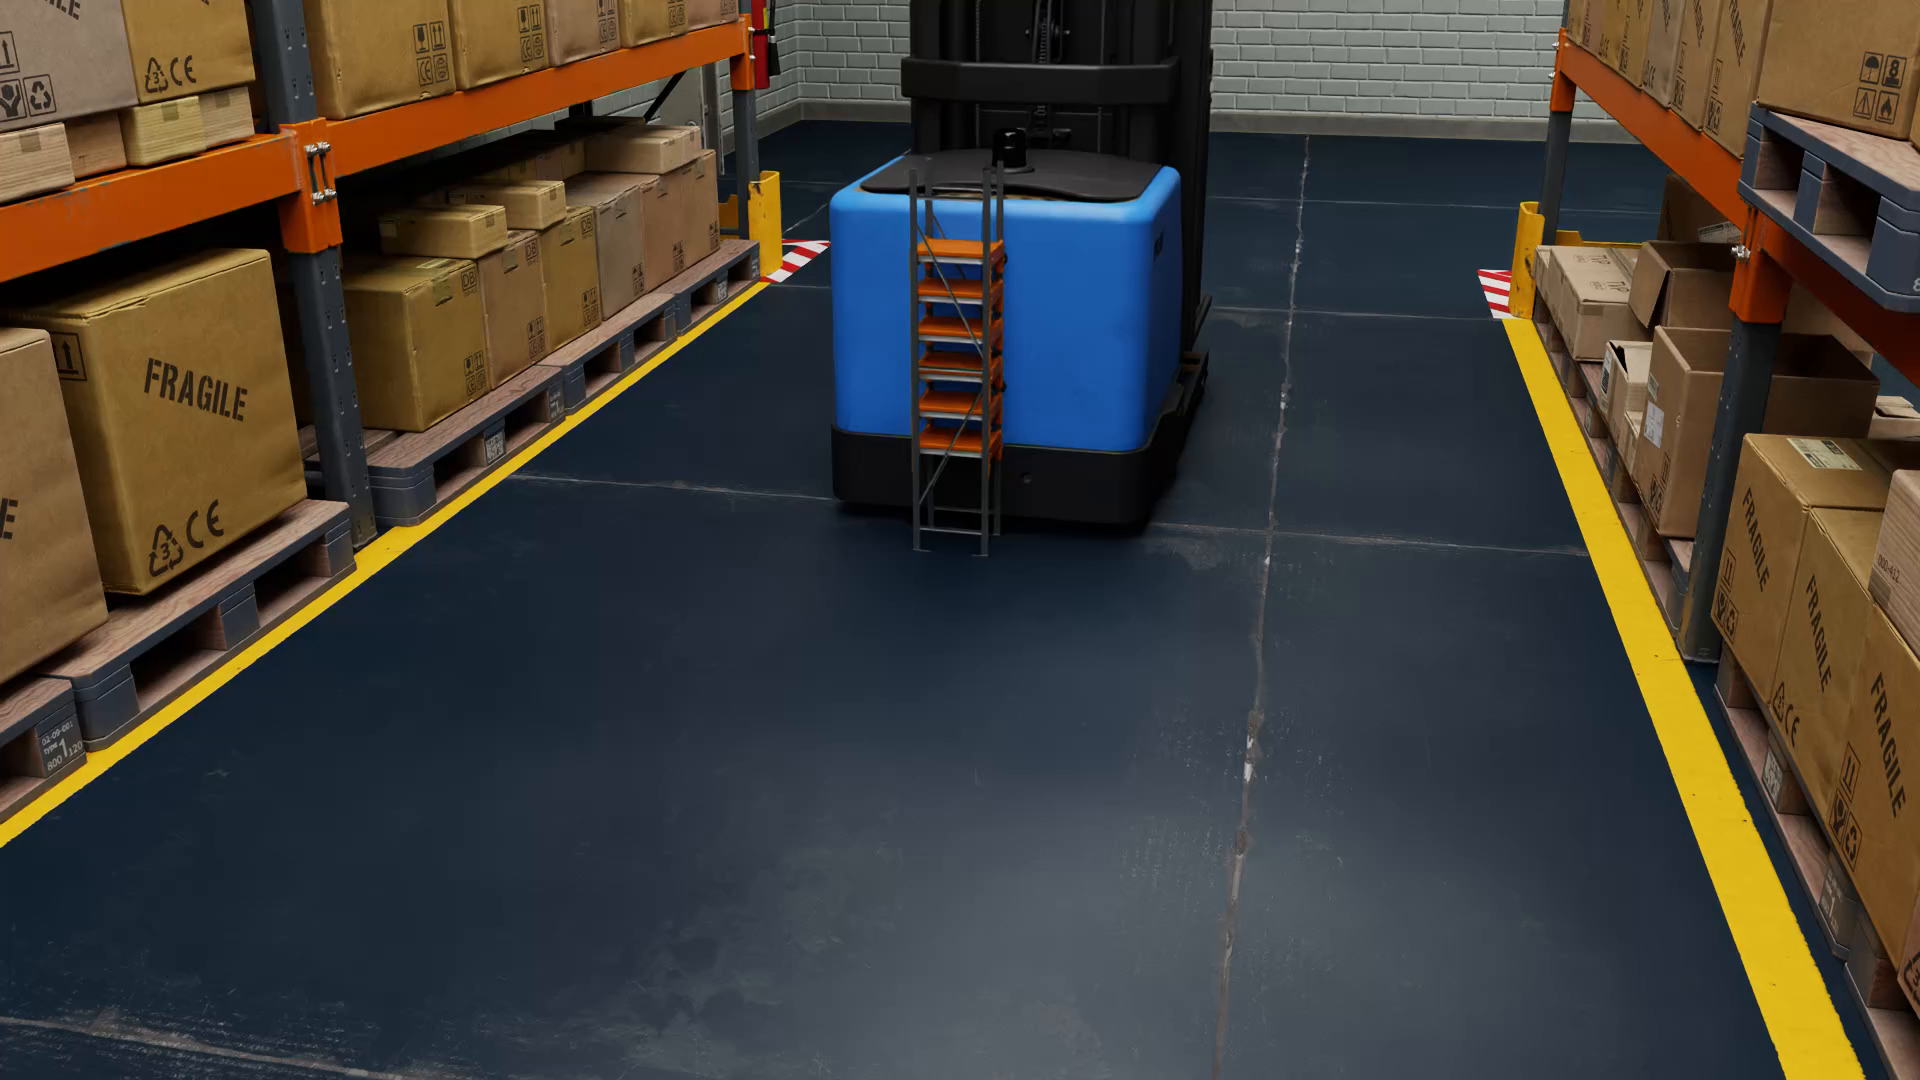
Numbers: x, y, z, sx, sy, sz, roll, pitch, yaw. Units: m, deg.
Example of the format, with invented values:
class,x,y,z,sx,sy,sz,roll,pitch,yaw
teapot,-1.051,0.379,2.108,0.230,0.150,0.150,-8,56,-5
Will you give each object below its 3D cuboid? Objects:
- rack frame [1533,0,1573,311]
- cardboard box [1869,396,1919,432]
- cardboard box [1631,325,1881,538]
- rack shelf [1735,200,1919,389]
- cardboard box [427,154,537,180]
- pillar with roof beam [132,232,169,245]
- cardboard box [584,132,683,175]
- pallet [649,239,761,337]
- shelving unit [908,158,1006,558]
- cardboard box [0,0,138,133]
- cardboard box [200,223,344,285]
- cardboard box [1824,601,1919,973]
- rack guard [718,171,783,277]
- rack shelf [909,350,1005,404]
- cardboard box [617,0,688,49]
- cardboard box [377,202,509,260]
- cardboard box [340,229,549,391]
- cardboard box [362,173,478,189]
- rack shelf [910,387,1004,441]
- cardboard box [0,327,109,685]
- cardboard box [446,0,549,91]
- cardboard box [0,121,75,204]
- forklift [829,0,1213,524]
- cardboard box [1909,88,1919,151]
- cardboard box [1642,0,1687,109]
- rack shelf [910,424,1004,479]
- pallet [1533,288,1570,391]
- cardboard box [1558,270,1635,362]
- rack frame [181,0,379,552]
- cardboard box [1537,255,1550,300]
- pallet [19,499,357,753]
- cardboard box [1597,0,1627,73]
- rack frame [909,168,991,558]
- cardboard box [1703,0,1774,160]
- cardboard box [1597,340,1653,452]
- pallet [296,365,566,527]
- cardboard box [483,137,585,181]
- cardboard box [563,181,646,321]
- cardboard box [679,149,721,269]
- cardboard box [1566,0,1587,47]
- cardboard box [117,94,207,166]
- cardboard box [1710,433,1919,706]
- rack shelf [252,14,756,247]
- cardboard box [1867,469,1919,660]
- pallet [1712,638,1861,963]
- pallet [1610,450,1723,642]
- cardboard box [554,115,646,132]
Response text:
class,x,y,z,sx,sy,sz,roll,pitch,yaw
rack frame,3.284,-2.502,7.551,1.000,3.000,0.127,4,22,11
cardboard box,2.932,-0.383,5.494,0.380,0.166,0.250,4,22,11
cardboard box,2.307,-0.314,4.875,0.500,0.500,0.500,4,22,11
rack shelf,2.060,0.026,2.237,1.077,0.370,4.000,4,22,11
cardboard box,-2.038,-1.548,7.098,0.380,0.149,0.250,5,22,11
pillar with roof beam,1.128,-4.192,3.717,9.100,9.000,0.400,4,22,11
cardboard box,-1.510,-1.797,7.715,0.380,0.149,0.250,5,22,12
pallet,-1.653,-1.286,8.265,1.003,0.211,1.213,4,22,11
shelving unit,-0.008,-0.544,5.098,0.258,1.200,0.189,5,22,12
cardboard box,-2.324,-1.234,3.843,0.500,0.500,0.500,5,22,11
cardboard box,-2.353,-0.980,5.686,0.380,0.149,0.250,4,22,11
cardboard box,1.923,0.453,2.972,0.500,0.500,0.500,5,22,12
rack guard,-1.561,-1.728,8.974,1.175,0.500,0.348,4,22,11
rack shelf,-0.008,-0.503,5.114,0.258,0.103,0.180,5,22,12
cardboard box,-1.798,-2.563,7.302,0.980,0.700,0.700,4,22,10
cardboard box,-1.881,-1.129,6.057,0.380,0.149,0.250,5,23,13
cardboard box,-2.024,-0.900,6.357,0.700,0.500,0.500,4,22,10
cardboard box,-2.142,-1.361,6.634,0.380,0.149,0.250,5,22,11
rack shelf,-0.008,-0.391,5.159,0.258,0.103,0.180,5,22,12
cardboard box,-2.566,-0.040,3.754,0.750,0.750,0.750,5,23,13
cardboard box,-2.101,-2.018,5.948,0.980,0.700,0.700,4,22,10
cardboard box,-2.296,-0.877,3.824,0.380,0.149,0.250,4,22,11
forklift,0.415,-1.929,6.221,1.130,2.935,3.031,5,22,12
cardboard box,2.074,-0.868,2.797,0.700,0.500,0.500,8,23,19
cardboard box,2.525,-1.665,5.338,0.500,0.500,0.500,5,22,12
rack shelf,-0.008,-0.280,5.204,0.258,0.103,0.180,5,22,12
pallet,3.107,-0.889,7.279,1.003,0.211,1.213,4,22,11
cardboard box,2.692,-0.888,6.635,0.500,0.250,0.500,4,22,11
rack frame,-2.382,-1.416,4.853,1.000,3.000,0.127,4,22,11
cardboard box,2.811,-1.174,7.456,0.380,0.166,0.250,4,22,11
pallet,-2.466,0.166,4.659,1.003,0.211,1.213,4,22,11
cardboard box,2.730,-2.034,6.255,0.500,0.500,0.500,4,22,11
rack frame,-0.029,-0.510,5.015,0.240,1.200,0.006,5,22,12
cardboard box,2.319,-1.288,4.403,0.500,0.500,0.500,5,22,12
cardboard box,2.460,-0.500,5.591,0.500,0.311,0.500,4,22,11
pallet,-2.150,-0.394,6.050,1.003,0.211,1.213,4,22,11
cardboard box,-1.935,-1.735,7.562,0.380,0.149,0.250,5,22,11
cardboard box,-1.815,-1.283,7.308,0.700,0.500,0.500,4,22,9
cardboard box,-1.611,-1.650,8.219,0.700,0.500,0.500,4,22,11
cardboard box,2.936,-2.406,7.179,0.500,0.500,0.500,5,22,12
cardboard box,-2.202,-1.069,4.302,0.380,0.149,0.250,5,22,12
cardboard box,2.131,0.075,3.911,0.500,0.500,0.500,3,22,8
rack shelf,-1.974,-1.813,6.804,1.077,0.370,4.000,4,22,11
cardboard box,1.927,0.092,2.862,0.500,0.250,0.500,5,22,11
pallet,2.339,0.555,3.694,1.003,0.211,1.213,4,22,11
pallet,2.609,0.003,5.063,1.003,0.211,1.213,4,22,11
cardboard box,-1.781,-2.012,8.250,0.380,0.149,0.250,5,22,11
